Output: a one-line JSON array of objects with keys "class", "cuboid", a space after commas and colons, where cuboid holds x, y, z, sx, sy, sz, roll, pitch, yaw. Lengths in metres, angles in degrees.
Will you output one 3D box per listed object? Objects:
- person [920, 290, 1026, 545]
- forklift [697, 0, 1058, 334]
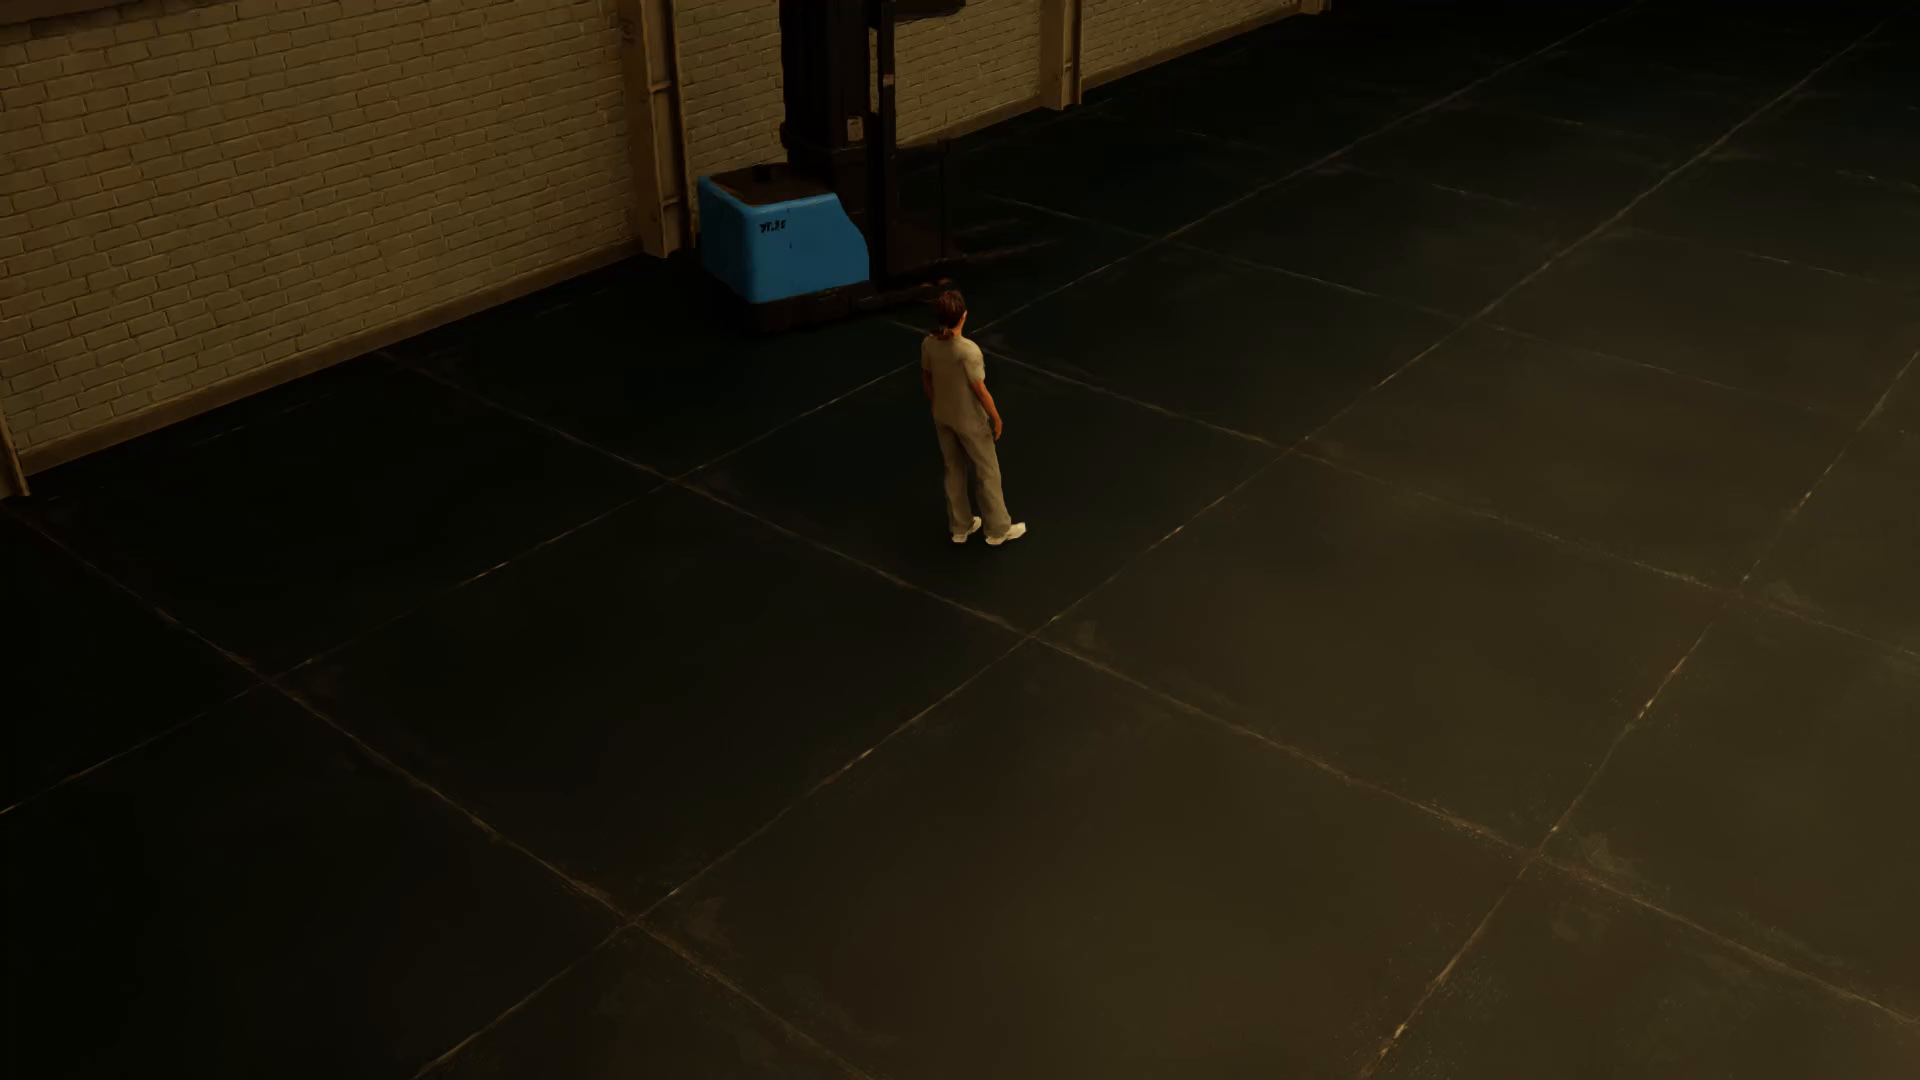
[{"class": "person", "cuboid": [0.057, -0.755, 10.116, 0.550, 1.674, 0.548, 22, 37, 33]}, {"class": "forklift", "cuboid": [-0.607, -3.453, 13.504, 3.031, 2.935, 1.130, -17, 34, -26]}]
